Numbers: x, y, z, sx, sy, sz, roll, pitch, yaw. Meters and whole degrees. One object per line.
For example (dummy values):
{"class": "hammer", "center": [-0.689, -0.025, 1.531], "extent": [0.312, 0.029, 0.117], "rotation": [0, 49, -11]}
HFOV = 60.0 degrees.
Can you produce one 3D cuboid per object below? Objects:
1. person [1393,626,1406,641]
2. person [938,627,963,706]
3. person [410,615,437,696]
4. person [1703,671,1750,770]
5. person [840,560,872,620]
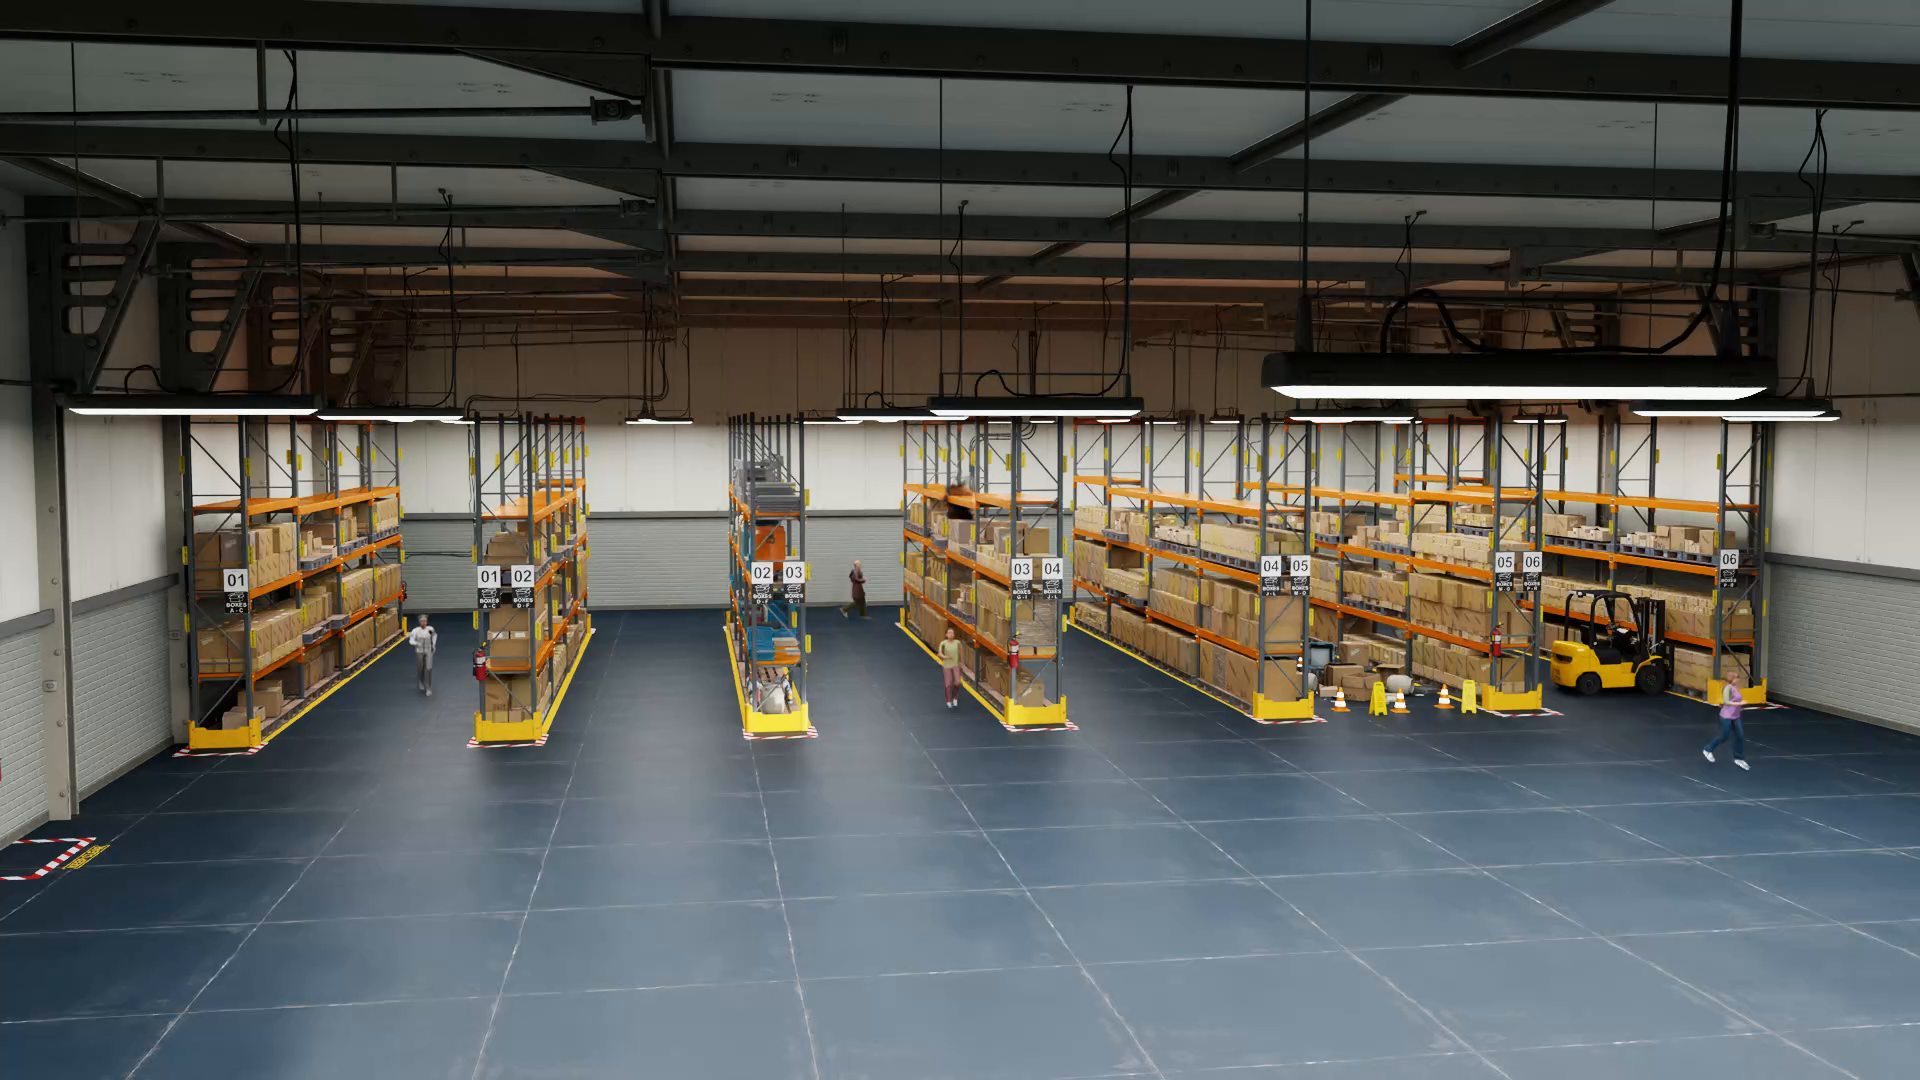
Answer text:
{"class": "person", "center": [11.494, 1.943, 43.362], "extent": [0.596, 1.690, 0.644], "rotation": [-1, 4, -9]}
{"class": "person", "center": [-0.171, 2.589, 33.811], "extent": [0.556, 1.635, 0.616], "rotation": [-1, 4, -9]}
{"class": "person", "center": [-11.531, 2.443, 35.747], "extent": [0.562, 1.719, 0.857], "rotation": [-1, 4, -17]}
{"class": "person", "center": [12.925, 3.013, 28.003], "extent": [0.575, 1.628, 0.771], "rotation": [-3, 5, -42]}
{"class": "person", "center": [-3.076, 1.517, 49.181], "extent": [0.965, 1.686, 0.718], "rotation": [0, 4, 1]}
